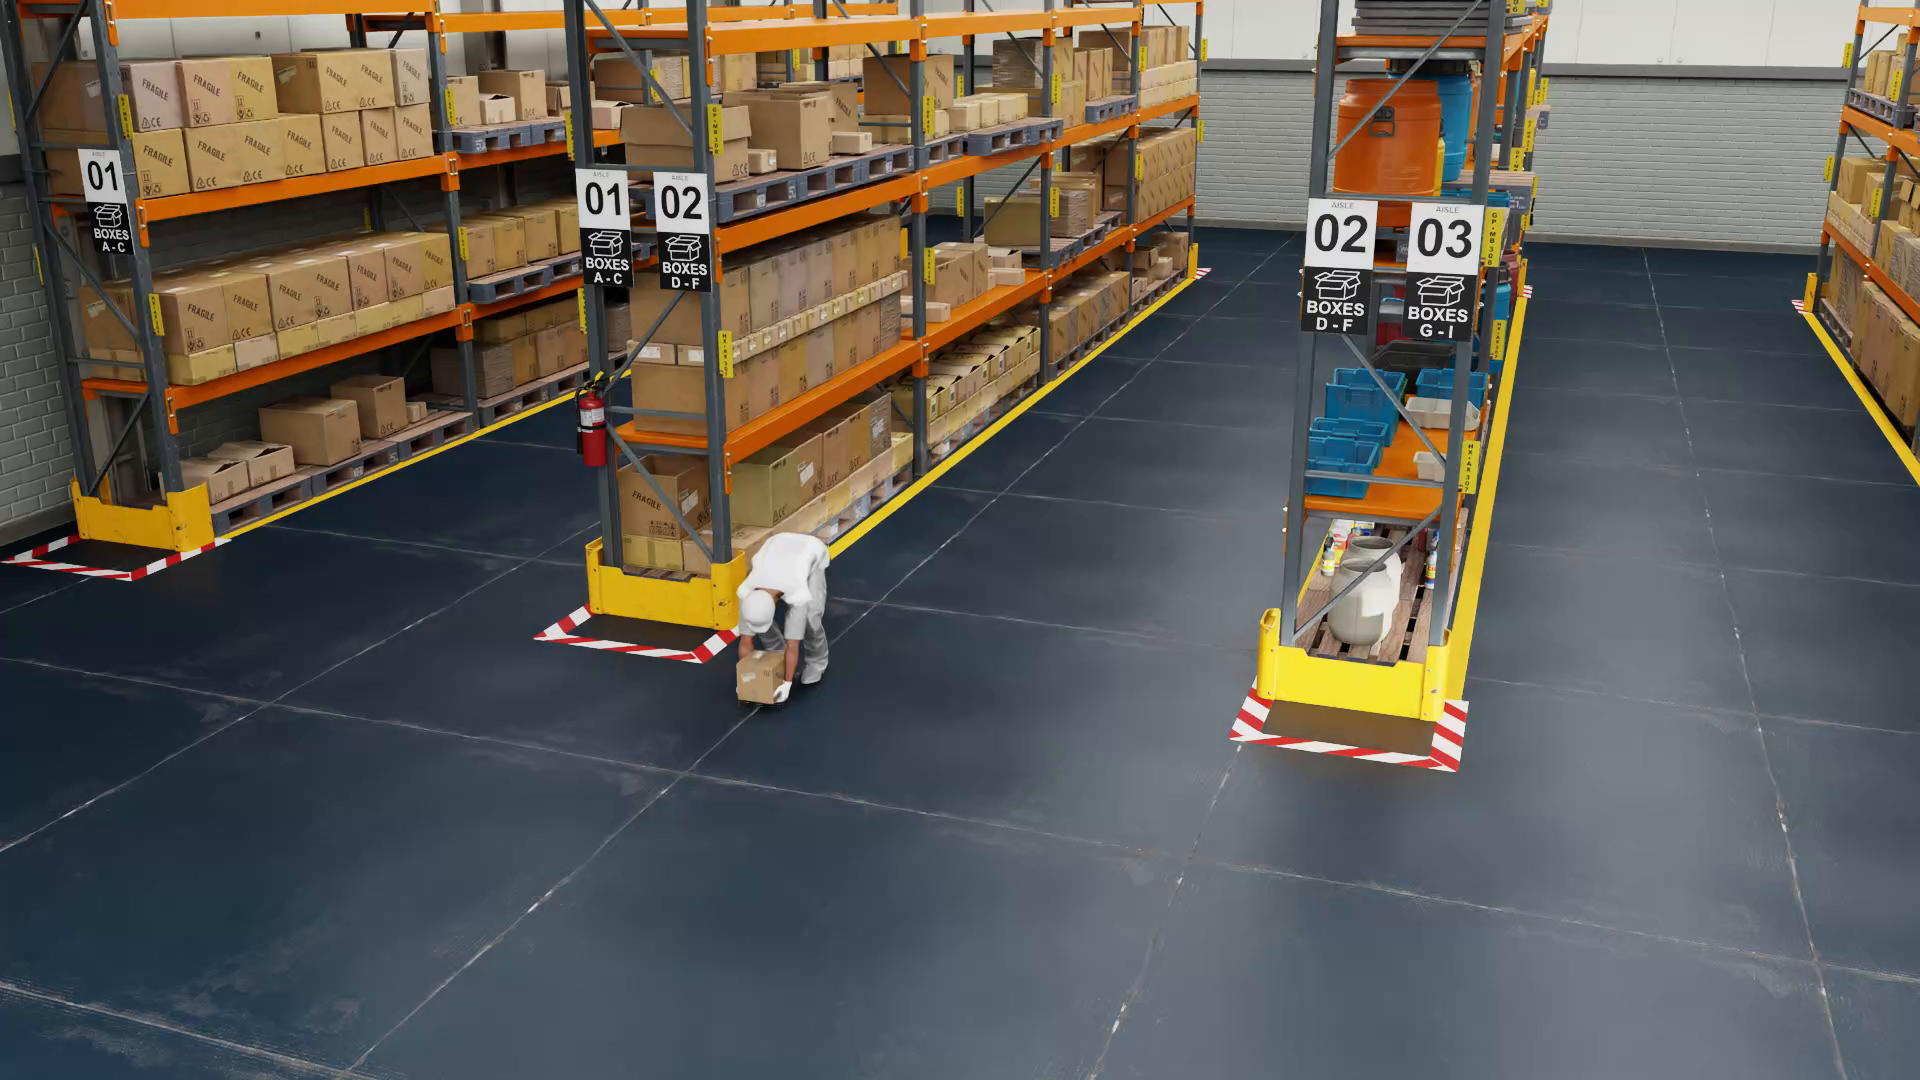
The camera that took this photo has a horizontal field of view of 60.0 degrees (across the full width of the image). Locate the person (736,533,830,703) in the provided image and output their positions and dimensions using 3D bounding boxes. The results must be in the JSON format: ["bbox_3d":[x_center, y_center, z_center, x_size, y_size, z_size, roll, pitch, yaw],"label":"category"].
[{"bbox_3d":[-1.156,0.496,10.815,0.522,0.973,0.981,5,19,16],"label":"person"}]
